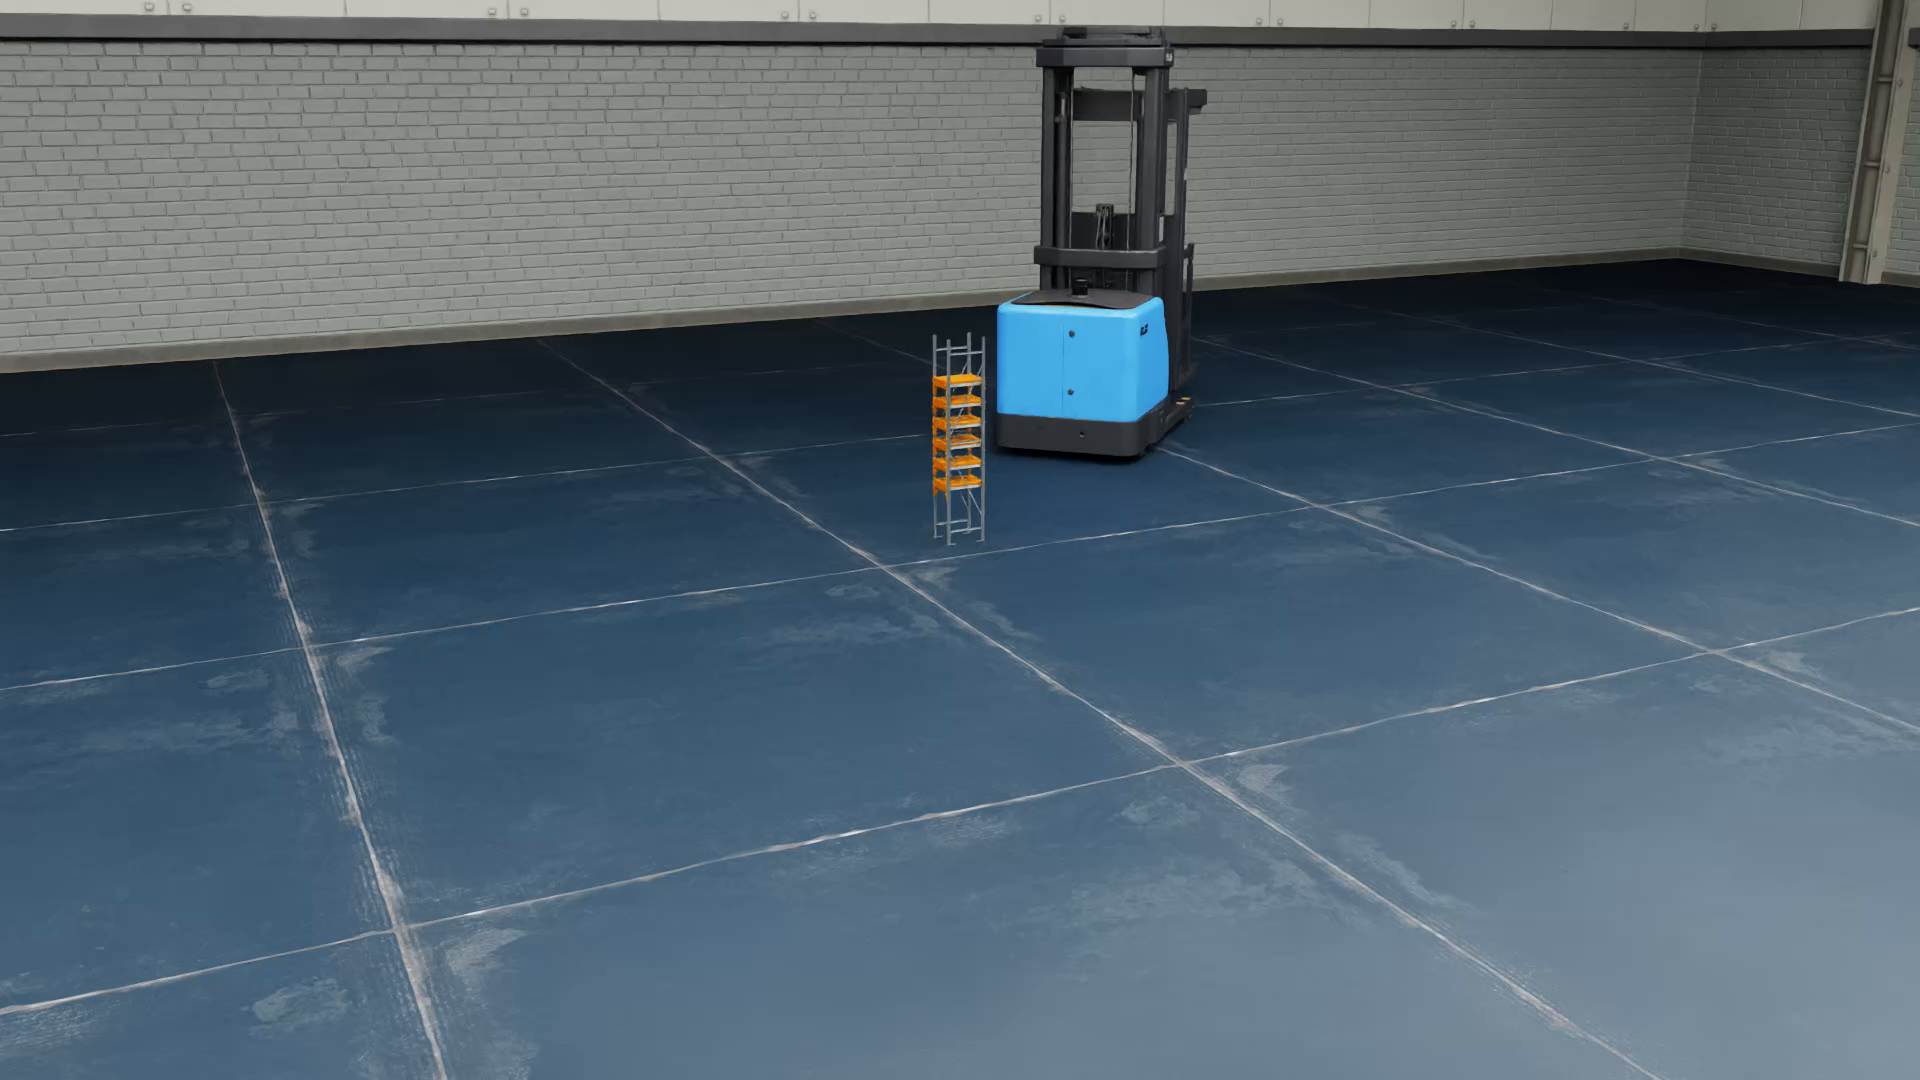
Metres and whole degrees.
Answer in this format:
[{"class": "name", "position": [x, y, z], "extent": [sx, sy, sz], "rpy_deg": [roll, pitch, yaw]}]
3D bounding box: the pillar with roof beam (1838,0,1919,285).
[{"class": "pillar with roof beam", "position": [7.614, -7.097, 18.168], "extent": [9.100, 9.000, 0.400], "rpy_deg": [-8, 18, -25]}]

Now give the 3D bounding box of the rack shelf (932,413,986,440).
[{"class": "rack shelf", "position": [-0.006, -0.653, 9.577], "extent": [0.258, 0.103, 0.180], "rpy_deg": [-8, 18, -25]}]

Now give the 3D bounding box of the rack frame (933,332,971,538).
[{"class": "rack frame", "position": [-0.046, -0.603, 9.677], "extent": [0.240, 1.200, 0.006], "rpy_deg": [-8, 18, -25]}]

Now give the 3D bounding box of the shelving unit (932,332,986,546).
[{"class": "shelving unit", "position": [-0.006, -0.580, 9.598], "extent": [0.258, 1.200, 0.189], "rpy_deg": [-8, 18, -25]}]

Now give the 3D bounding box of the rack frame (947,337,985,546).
[{"class": "rack frame", "position": [0.034, -0.558, 9.519], "extent": [0.240, 1.200, 0.006], "rpy_deg": [-8, 18, -25]}]

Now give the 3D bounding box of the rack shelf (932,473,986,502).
[{"class": "rack shelf", "position": [-0.006, -0.307, 9.676], "extent": [0.258, 0.103, 0.180], "rpy_deg": [-8, 18, -25]}]

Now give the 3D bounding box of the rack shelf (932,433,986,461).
[{"class": "rack shelf", "position": [-0.006, -0.538, 9.610], "extent": [0.258, 0.103, 0.180], "rpy_deg": [-8, 18, -25]}]

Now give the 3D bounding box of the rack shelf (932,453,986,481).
[{"class": "rack shelf", "position": [-0.006, -0.422, 9.643], "extent": [0.258, 0.103, 0.180], "rpy_deg": [-8, 18, -25]}]

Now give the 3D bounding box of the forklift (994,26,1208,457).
[{"class": "forklift", "position": [1.217, -2.352, 12.634], "extent": [1.130, 2.935, 3.031], "rpy_deg": [6, 17, 19]}]

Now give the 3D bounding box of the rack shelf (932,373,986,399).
[{"class": "rack shelf", "position": [-0.006, -0.884, 9.511], "extent": [0.258, 0.103, 0.180], "rpy_deg": [-8, 18, -25]}]

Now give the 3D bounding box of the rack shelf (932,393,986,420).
[{"class": "rack shelf", "position": [-0.006, -0.768, 9.544], "extent": [0.258, 0.103, 0.180], "rpy_deg": [-8, 18, -25]}]
